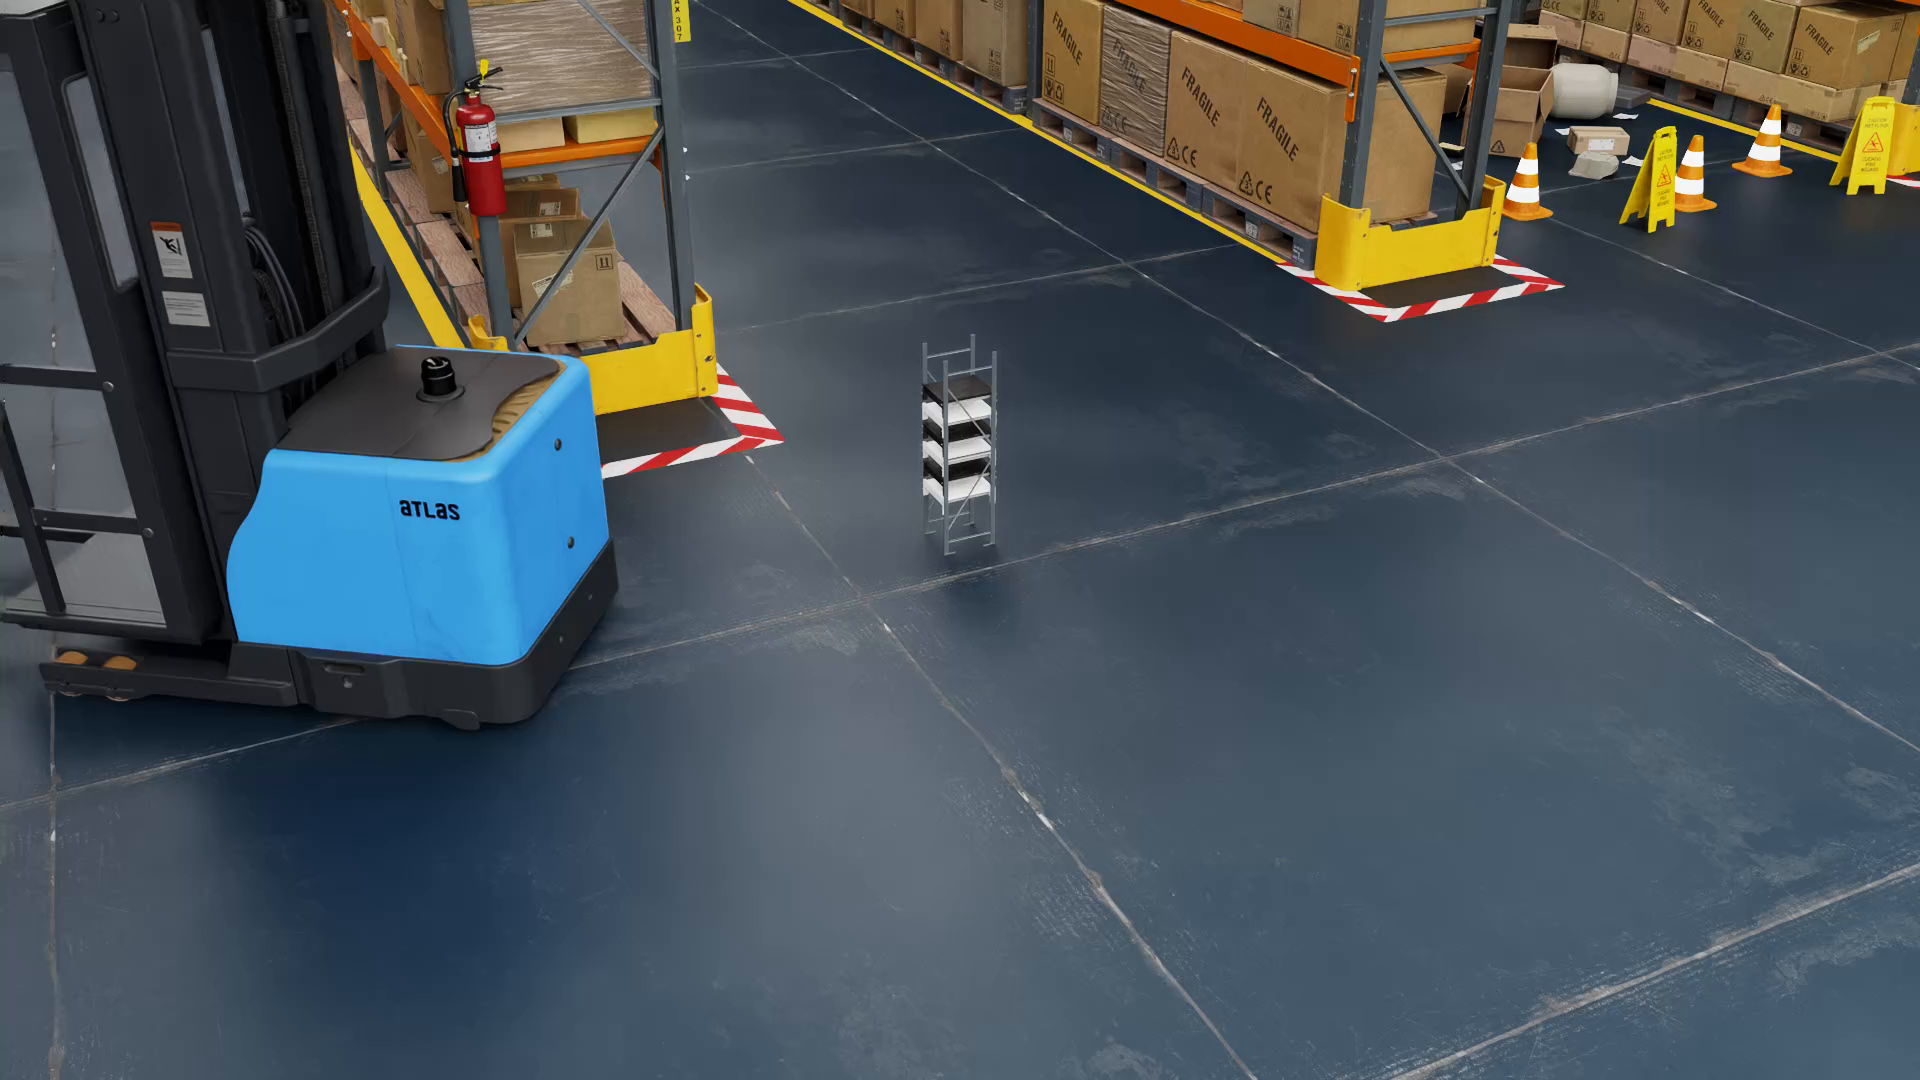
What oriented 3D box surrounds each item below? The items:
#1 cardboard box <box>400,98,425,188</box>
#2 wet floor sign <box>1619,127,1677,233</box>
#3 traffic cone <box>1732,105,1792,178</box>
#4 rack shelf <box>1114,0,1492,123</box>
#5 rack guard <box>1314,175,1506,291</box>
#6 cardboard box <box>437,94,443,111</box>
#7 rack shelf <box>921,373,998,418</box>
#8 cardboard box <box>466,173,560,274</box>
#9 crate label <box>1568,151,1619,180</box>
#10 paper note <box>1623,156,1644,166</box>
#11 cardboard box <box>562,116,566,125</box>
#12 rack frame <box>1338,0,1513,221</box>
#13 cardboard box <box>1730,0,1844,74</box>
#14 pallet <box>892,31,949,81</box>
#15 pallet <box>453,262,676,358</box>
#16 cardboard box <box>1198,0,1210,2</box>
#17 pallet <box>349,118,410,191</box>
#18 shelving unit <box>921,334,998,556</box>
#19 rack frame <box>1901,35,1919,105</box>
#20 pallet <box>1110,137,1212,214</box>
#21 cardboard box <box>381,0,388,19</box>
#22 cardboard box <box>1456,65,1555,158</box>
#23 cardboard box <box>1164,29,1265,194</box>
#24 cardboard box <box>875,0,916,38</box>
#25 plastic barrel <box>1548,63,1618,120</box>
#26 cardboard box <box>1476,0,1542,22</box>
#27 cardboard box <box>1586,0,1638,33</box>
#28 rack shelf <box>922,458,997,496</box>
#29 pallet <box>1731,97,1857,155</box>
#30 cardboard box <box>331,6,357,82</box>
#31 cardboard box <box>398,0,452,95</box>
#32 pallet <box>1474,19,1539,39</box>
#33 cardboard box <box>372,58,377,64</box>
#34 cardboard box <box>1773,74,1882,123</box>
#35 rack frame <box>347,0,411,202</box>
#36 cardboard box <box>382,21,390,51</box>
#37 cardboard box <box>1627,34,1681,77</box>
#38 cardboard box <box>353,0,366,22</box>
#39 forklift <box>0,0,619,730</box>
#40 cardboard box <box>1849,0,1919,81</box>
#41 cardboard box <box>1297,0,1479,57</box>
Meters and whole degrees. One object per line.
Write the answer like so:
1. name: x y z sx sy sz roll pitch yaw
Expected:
1. cardboard box: -3.383 -2.663 11.058 0.500 0.500 0.500 -14 32 -23
2. wet floor sign: 4.522 -2.361 10.800 0.267 0.644 0.232 -19 35 -30
3. traffic cone: 5.799 -2.881 11.915 0.336 0.463 0.334 -13 32 -22
4. rack shelf: 1.863 -3.554 11.257 1.077 0.370 4.000 -13 32 -22
5. rack guard: 2.732 -1.884 10.098 1.175 0.500 0.348 -13 32 -22
6. cardboard box: -2.464 -2.285 8.515 0.380 0.149 0.250 -13 32 -22
7. rack shelf: -0.003 -0.603 6.921 0.258 0.077 0.200 -13 32 -22
8. cardboard box: -2.594 -1.898 9.694 0.500 0.500 0.500 -10 31 -17
9. crate label: 4.549 -2.690 11.908 0.298 0.136 0.250 19 34 30
10. paper note: 4.945 -2.773 12.165 0.142 0.019 0.148 26 38 38
11. cardboard box: -1.799 -2.169 8.308 0.380 0.149 0.250 -13 32 -22
12. rack frame: 2.721 -2.985 9.506 1.000 3.000 0.127 -13 32 -22
13. cardboard box: 6.342 -3.909 12.769 0.500 0.500 0.500 -12 31 -20
14. pallet: 0.077 -4.400 14.881 1.003 0.211 1.213 -13 32 -22
15. pallet: -2.151 -1.172 9.123 1.003 0.211 1.213 -13 32 -22
16. cardboard box: 1.874 -3.942 11.060 0.875 0.550 0.500 -13 32 -22
17. pallet: -3.854 -2.882 12.174 1.003 0.211 1.213 -13 32 -22
18. shelving unit: -0.003 -0.396 7.036 0.258 0.900 0.210 -13 32 -22
19. rack frame: 7.149 -4.069 11.439 1.000 3.000 0.127 -13 32 -22
20. pallet: 1.788 -2.643 11.748 1.003 0.211 1.213 -13 32 -22
21. cardboard box: -2.893 -3.289 9.641 0.875 0.500 0.500 -13 32 -22
22. cardboard box: 4.108 -3.224 12.485 0.637 0.503 0.797 13 32 21
23. cardboard box: 1.991 -2.915 11.125 0.875 0.875 0.875 -14 32 -23
24. cardboard box: -0.154 -5.047 15.055 1.050 0.750 0.750 -13 32 -21
25. plastic barrel: 4.895 -3.540 13.129 0.512 0.421 0.421 7 30 13
26. cardboard box: 5.204 -5.104 15.542 0.950 0.372 0.625 -13 32 -21
27. cardboard box: 5.681 -4.595 13.993 0.500 0.500 0.500 -12 31 -20
28. rack shelf: -0.003 -0.289 7.097 0.258 0.077 0.200 -13 32 -22
29. pallet: 6.799 -3.252 12.834 1.003 0.211 1.213 -13 32 -22
30. cardboard box: -4.681 -4.089 13.582 0.700 0.500 0.500 -16 33 -26
31. cardboard box: -2.336 -2.606 8.424 0.875 0.500 0.500 -13 32 -22
32. pallet: 5.096 -4.963 15.885 1.003 0.211 1.213 -13 32 -22
33. cardboard box: -3.951 -3.347 12.258 0.700 0.500 0.500 -13 32 -22
34. cardboard box: 6.548 -3.364 12.564 0.500 0.250 0.500 -13 32 -22
35. rack frame: -3.519 -3.755 10.879 1.000 3.000 0.127 -13 32 -22
36. cardboard box: -3.139 -2.940 9.683 0.380 0.149 0.250 -13 32 -22
37. cardboard box: 5.910 -4.035 13.761 0.500 0.250 0.500 -14 32 -23
38. cardboard box: -3.603 -3.374 10.457 0.380 0.149 0.250 -13 32 -22
39. forklift: -2.949 -0.927 5.906 3.031 2.935 1.130 5 30 8
40. cardboard box: 7.041 -3.804 12.583 0.500 0.500 0.500 -14 32 -24
41. cardboard box: 2.521 -3.205 9.745 0.875 0.550 0.550 -13 32 -22
